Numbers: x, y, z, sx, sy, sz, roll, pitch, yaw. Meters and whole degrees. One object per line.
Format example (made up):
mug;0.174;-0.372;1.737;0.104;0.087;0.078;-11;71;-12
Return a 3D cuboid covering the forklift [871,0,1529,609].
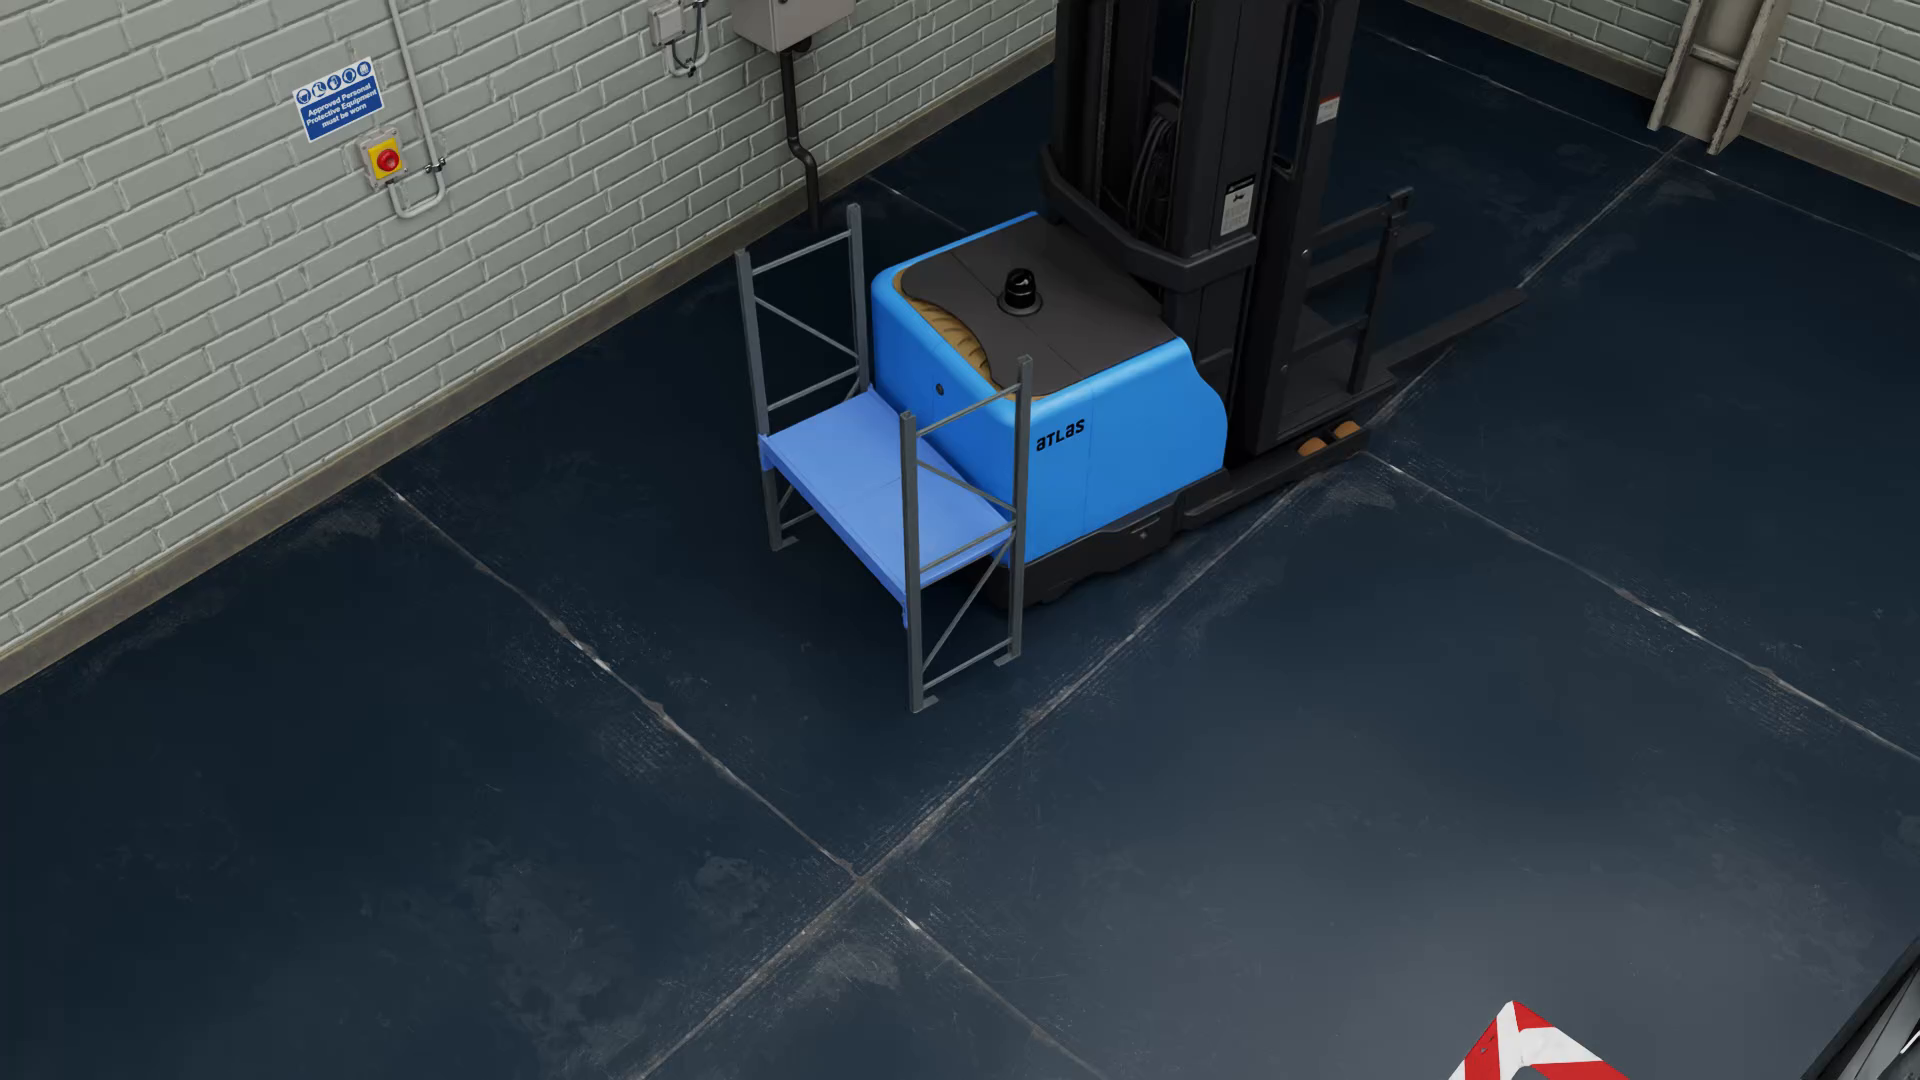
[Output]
forklift;1.158;-1.574;6.326;3.031;2.935;1.130;-25;52;-22

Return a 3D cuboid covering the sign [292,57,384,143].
sign;-2.292;-1.626;6.143;0.001;0.218;0.327;34;55;28

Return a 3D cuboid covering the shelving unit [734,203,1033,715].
shelving unit;-0.271;-0.275;6.087;0.538;1.500;1.048;-27;53;-23

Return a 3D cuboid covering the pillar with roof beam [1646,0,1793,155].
pillar with roof beam;1.019;-2.978;3.482;0.400;9.000;9.100;34;55;28

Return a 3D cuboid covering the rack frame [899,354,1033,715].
rack frame;0.023;0.028;5.804;0.500;1.500;0.032;-27;53;-23

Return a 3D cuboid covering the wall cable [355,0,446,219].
wall cable;-2.214;-1.888;5.855;0.123;1.953;0.585;34;55;28

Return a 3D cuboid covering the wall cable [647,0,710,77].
wall cable;-1.261;-2.643;6.586;0.122;1.984;0.588;34;55;28

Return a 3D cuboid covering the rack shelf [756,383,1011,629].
rack shelf;-0.271;-0.151;6.218;0.538;0.185;1.000;-27;53;-23

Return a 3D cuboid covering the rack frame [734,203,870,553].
rack frame;-0.566;-0.577;6.371;0.500;1.500;0.032;-27;53;-23

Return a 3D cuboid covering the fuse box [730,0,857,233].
fuse box;-0.682;-2.142;7.696;0.414;1.711;0.539;34;55;28

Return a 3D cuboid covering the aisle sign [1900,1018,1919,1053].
aisle sign;1.695;0.476;2.571;0.004;0.787;0.394;34;55;28
